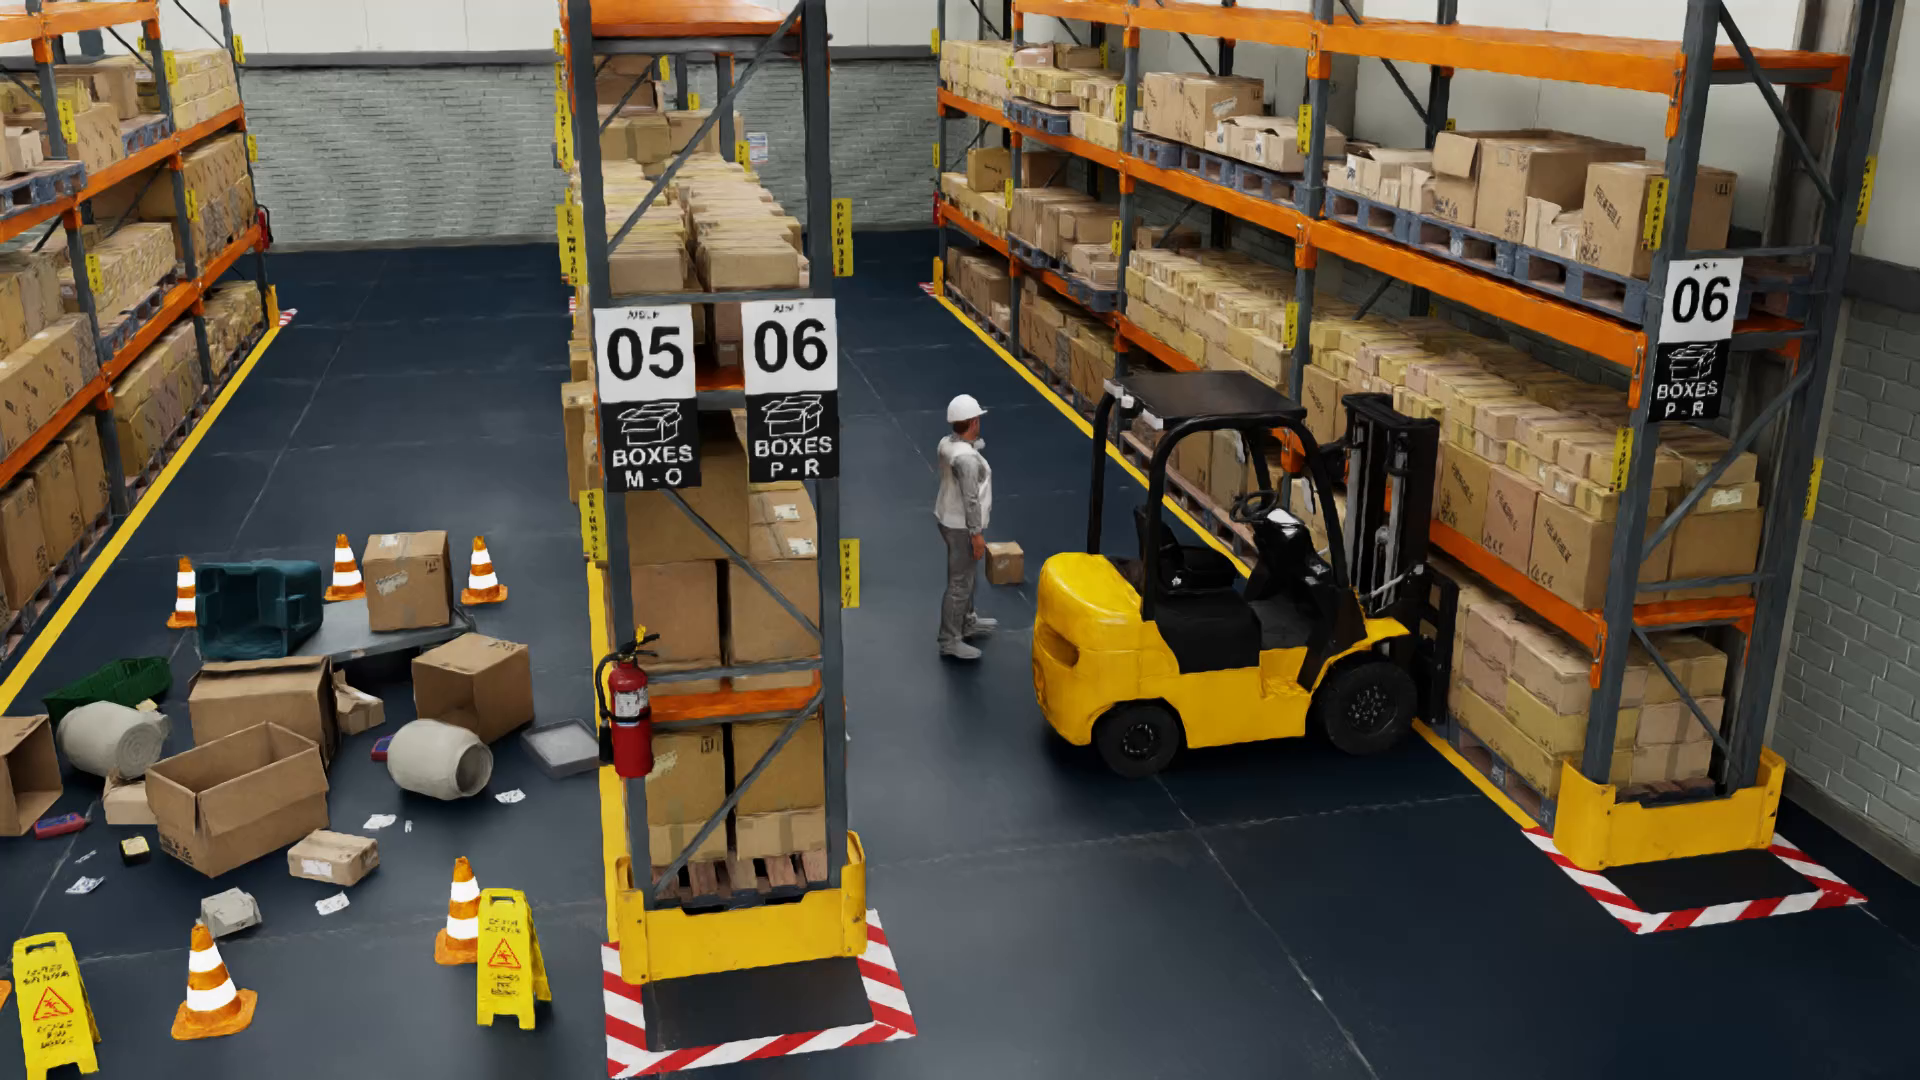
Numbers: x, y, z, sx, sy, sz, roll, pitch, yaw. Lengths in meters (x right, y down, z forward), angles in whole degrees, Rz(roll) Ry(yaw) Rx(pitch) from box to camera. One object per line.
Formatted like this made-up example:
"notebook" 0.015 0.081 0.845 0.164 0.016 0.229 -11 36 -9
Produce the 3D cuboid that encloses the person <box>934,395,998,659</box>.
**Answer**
"person" 0.064 -0.121 11.300 0.501 1.772 0.608 -5 20 -13
